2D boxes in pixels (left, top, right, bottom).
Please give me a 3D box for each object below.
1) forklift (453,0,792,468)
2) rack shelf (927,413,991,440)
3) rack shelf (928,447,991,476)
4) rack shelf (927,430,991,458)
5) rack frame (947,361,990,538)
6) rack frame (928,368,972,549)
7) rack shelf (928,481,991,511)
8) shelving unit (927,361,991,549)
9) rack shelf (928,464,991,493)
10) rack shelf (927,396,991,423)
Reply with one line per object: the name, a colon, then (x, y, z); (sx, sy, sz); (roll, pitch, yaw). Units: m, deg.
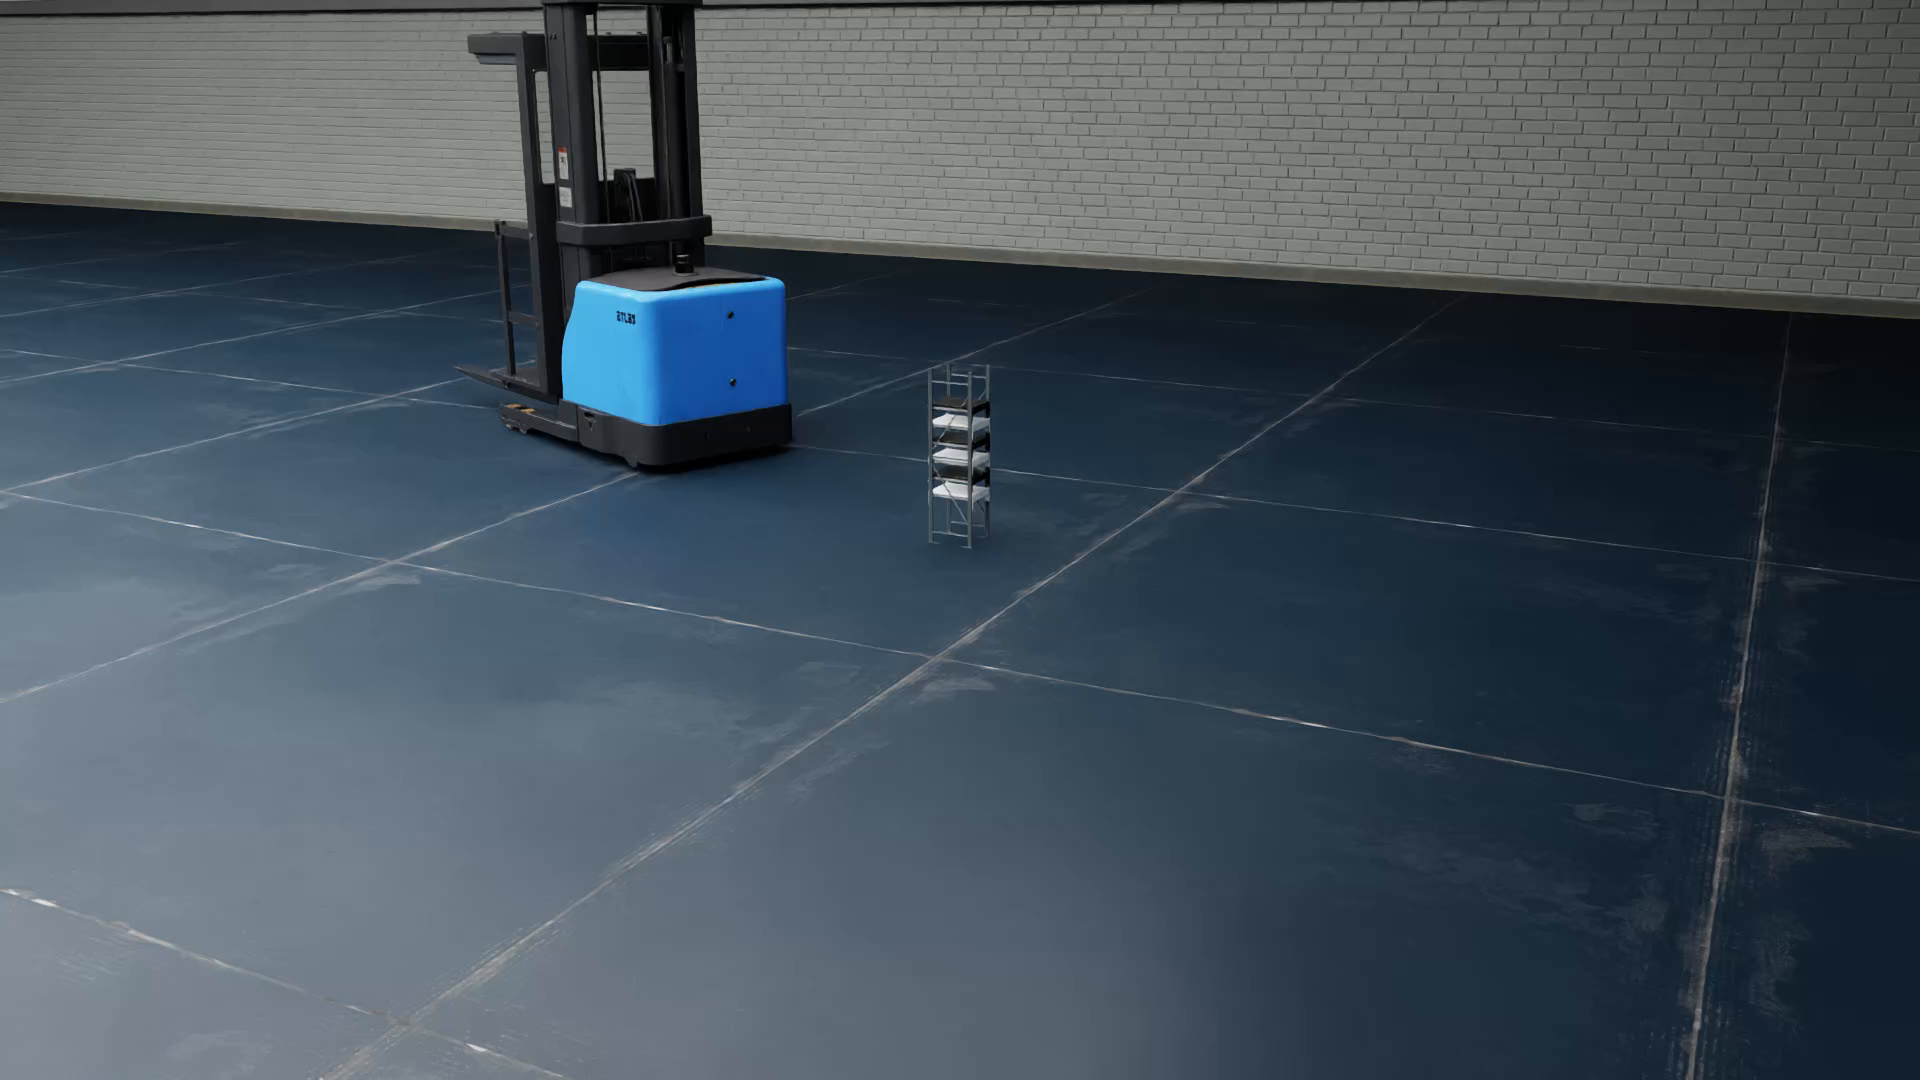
forklift: (-2.395, -2.182, 10.722); (1.130, 2.935, 3.031); (-14, 22, -39)
rack shelf: (-0.004, -0.570, 8.348); (0.258, 0.077, 0.200); (8, 18, 25)
rack shelf: (-0.004, -0.397, 8.399); (0.258, 0.077, 0.200); (8, 18, 25)
rack shelf: (-0.004, -0.484, 8.373); (0.258, 0.077, 0.200); (8, 18, 25)
rack frame: (0.042, -0.455, 8.476); (0.240, 0.900, 0.006); (8, 18, 25)
rack frame: (-0.049, -0.403, 8.302); (0.240, 0.900, 0.006); (8, 18, 25)
rack shelf: (-0.004, -0.225, 8.450); (0.258, 0.077, 0.200); (8, 18, 25)
shelving unit: (-0.004, -0.429, 8.389); (0.258, 0.900, 0.210); (8, 18, 25)
rack shelf: (-0.004, -0.311, 8.424); (0.258, 0.077, 0.200); (8, 18, 25)
rack shelf: (-0.004, -0.656, 8.322); (0.258, 0.077, 0.200); (8, 18, 25)
